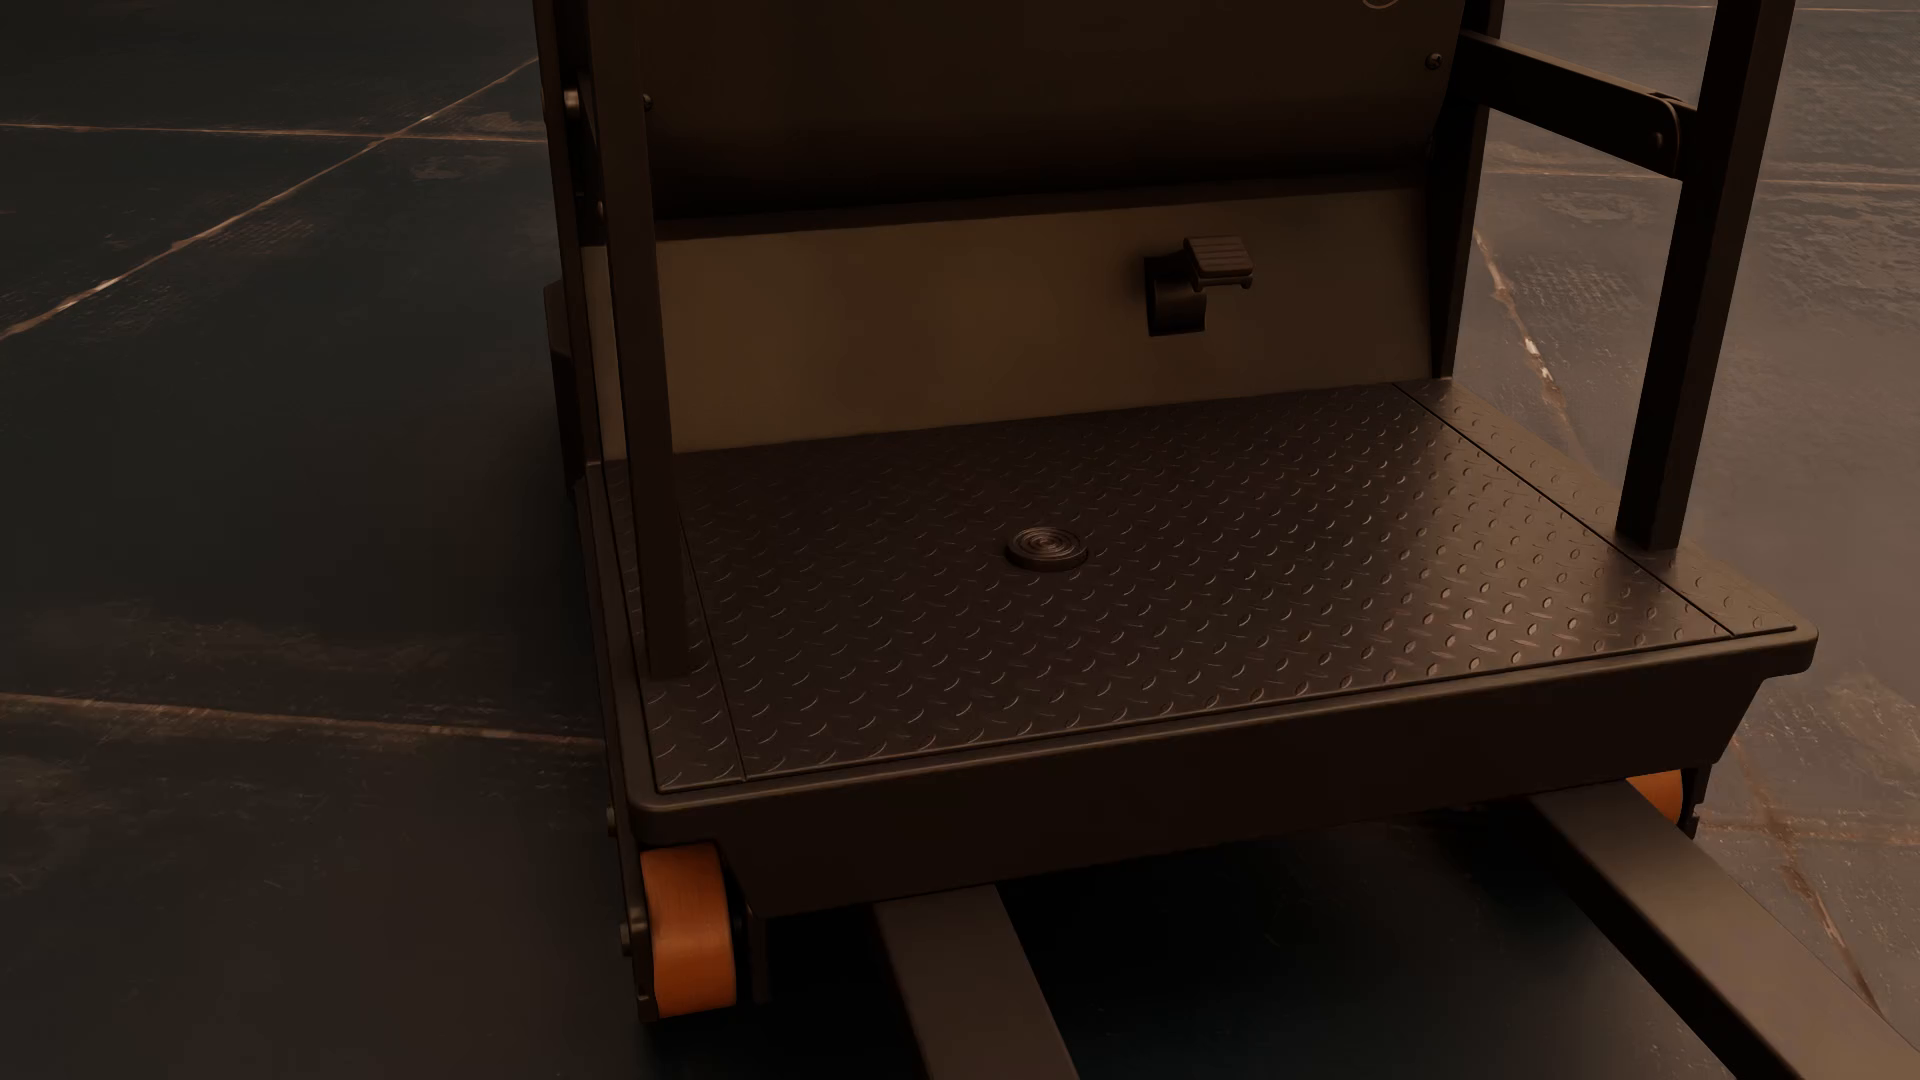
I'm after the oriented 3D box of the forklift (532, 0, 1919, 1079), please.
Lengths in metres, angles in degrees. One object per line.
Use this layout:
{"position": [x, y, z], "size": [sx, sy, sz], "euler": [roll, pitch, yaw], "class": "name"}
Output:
{"position": [0.153, -1.049, 1.319], "size": [1.130, 2.935, 3.031], "euler": [-7, 27, -13], "class": "forklift"}
